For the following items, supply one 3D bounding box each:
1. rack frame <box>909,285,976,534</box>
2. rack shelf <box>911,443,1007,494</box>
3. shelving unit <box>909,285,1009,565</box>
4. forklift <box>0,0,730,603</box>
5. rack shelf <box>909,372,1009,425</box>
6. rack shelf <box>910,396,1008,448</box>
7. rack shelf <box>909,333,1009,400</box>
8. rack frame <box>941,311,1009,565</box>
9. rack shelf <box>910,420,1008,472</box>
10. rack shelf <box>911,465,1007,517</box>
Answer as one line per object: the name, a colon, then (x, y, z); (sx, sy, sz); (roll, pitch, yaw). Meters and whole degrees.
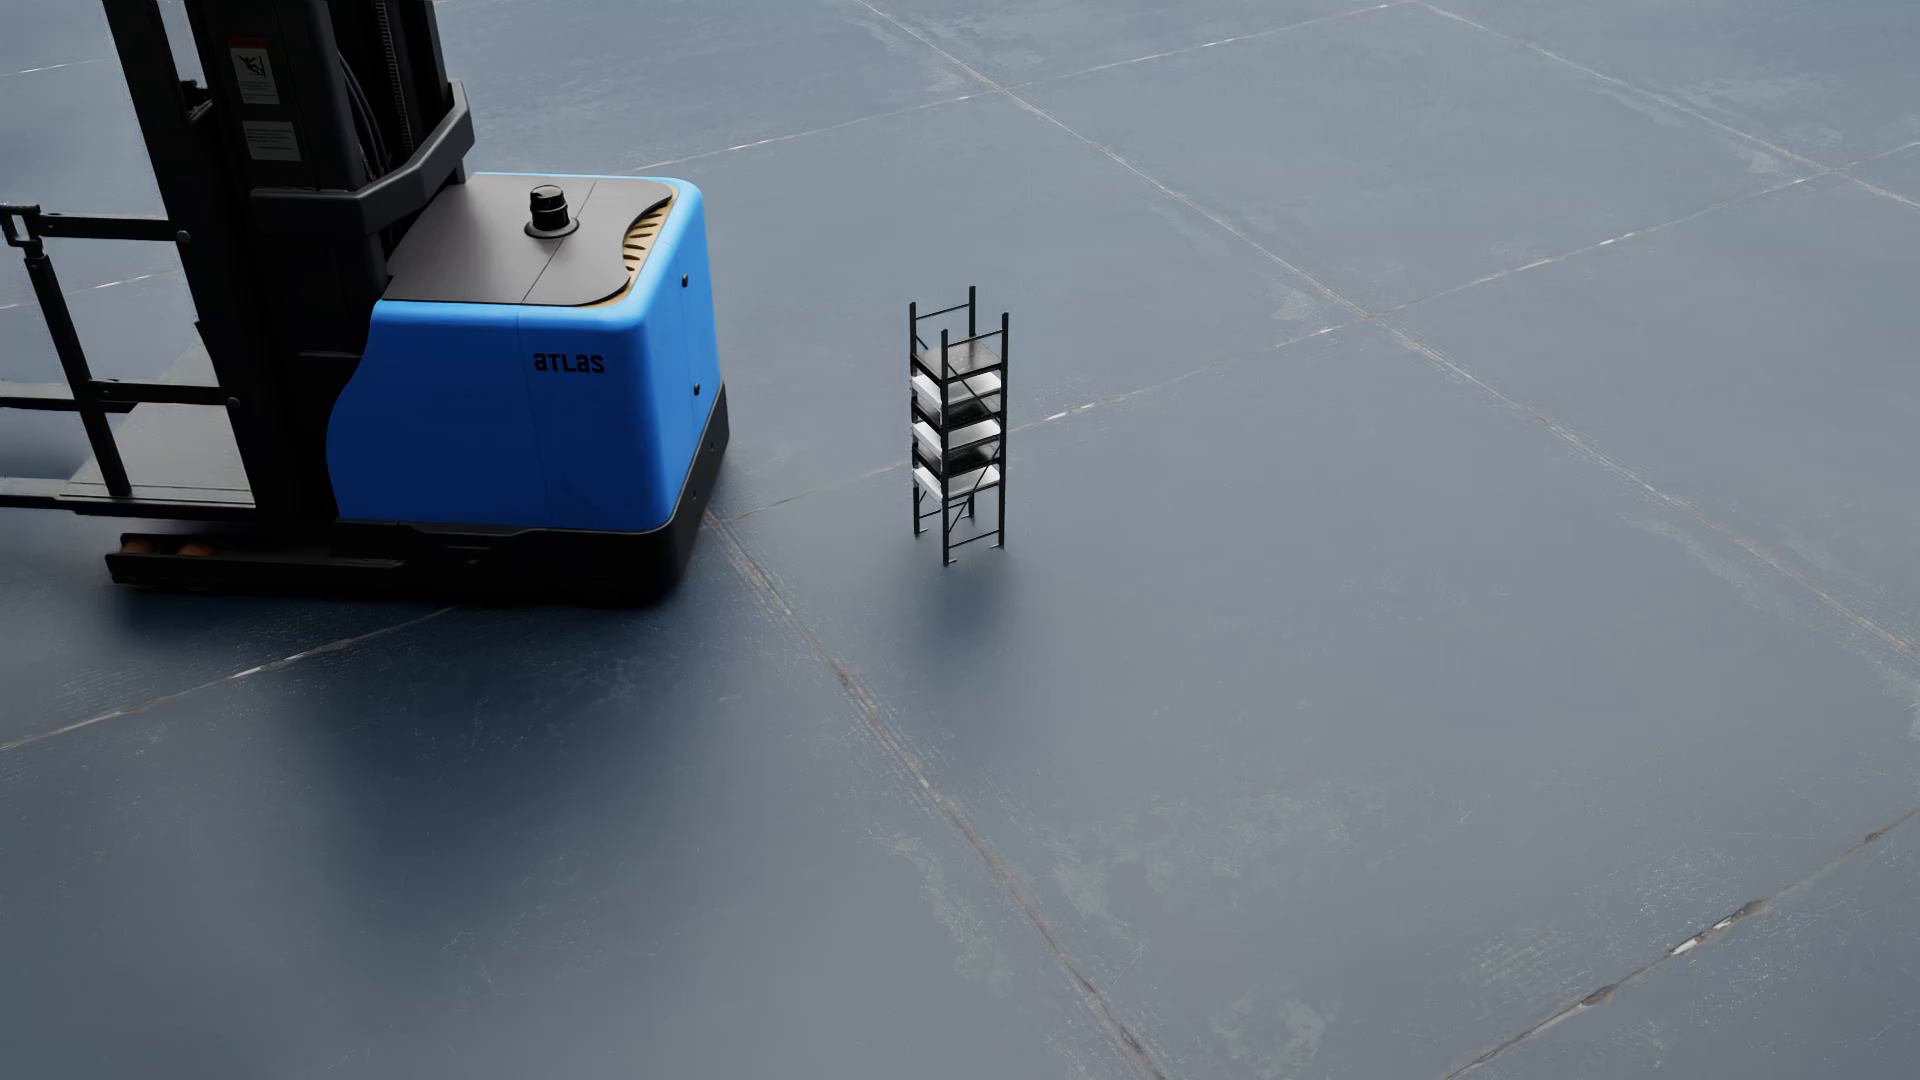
rack frame: (-0.055, -0.419, 5.561); (0.240, 0.900, 0.006); (-19, 40, -24)
rack shelf: (-0.004, -0.268, 5.563); (0.258, 0.077, 0.200); (-19, 40, -24)
shelving unit: (-0.004, -0.368, 5.490); (0.258, 0.900, 0.210); (-19, 40, -24)
forklift: (-2.394, -1.321, 5.074); (3.031, 2.935, 1.130); (3, 36, 3)
rack shelf: (-0.004, -0.486, 5.404); (0.258, 0.077, 0.200); (-19, 40, -24)
rack shelf: (-0.004, -0.413, 5.457); (0.258, 0.077, 0.200); (-19, 40, -24)
rack shelf: (-0.004, -0.559, 5.351); (0.258, 0.077, 0.200); (-19, 40, -24)
rack frame: (0.047, -0.316, 5.419); (0.240, 0.900, 0.006); (-19, 40, -24)
rack shelf: (-0.004, -0.341, 5.510); (0.258, 0.077, 0.200); (-19, 40, -24)
rack shelf: (-0.004, -0.195, 5.616); (0.258, 0.077, 0.200); (-19, 40, -24)
